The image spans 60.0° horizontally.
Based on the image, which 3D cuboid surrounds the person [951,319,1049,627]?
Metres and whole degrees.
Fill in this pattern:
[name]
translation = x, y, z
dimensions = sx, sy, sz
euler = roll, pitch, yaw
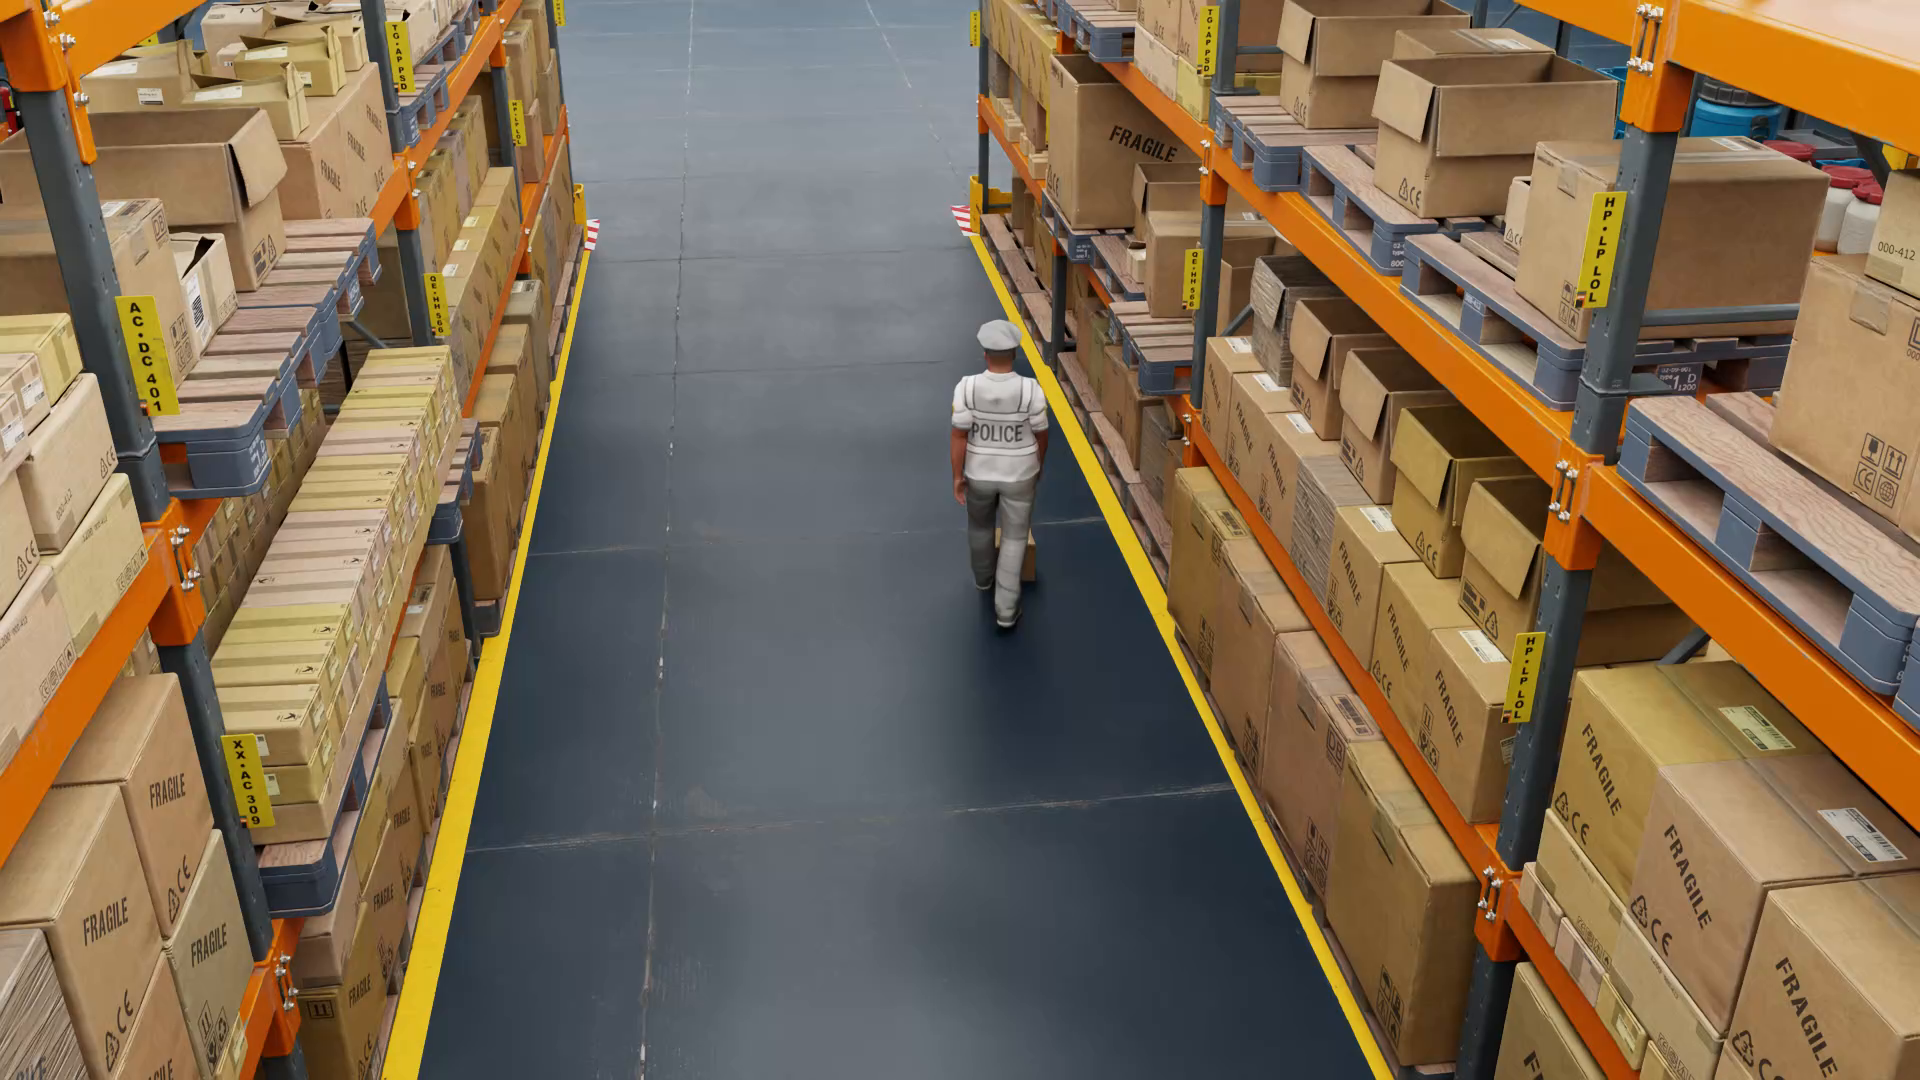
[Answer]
[person]
translation = 0.246, -0.430, 9.447
dimensions = 0.537, 1.754, 0.776
euler = 5, 27, 11
